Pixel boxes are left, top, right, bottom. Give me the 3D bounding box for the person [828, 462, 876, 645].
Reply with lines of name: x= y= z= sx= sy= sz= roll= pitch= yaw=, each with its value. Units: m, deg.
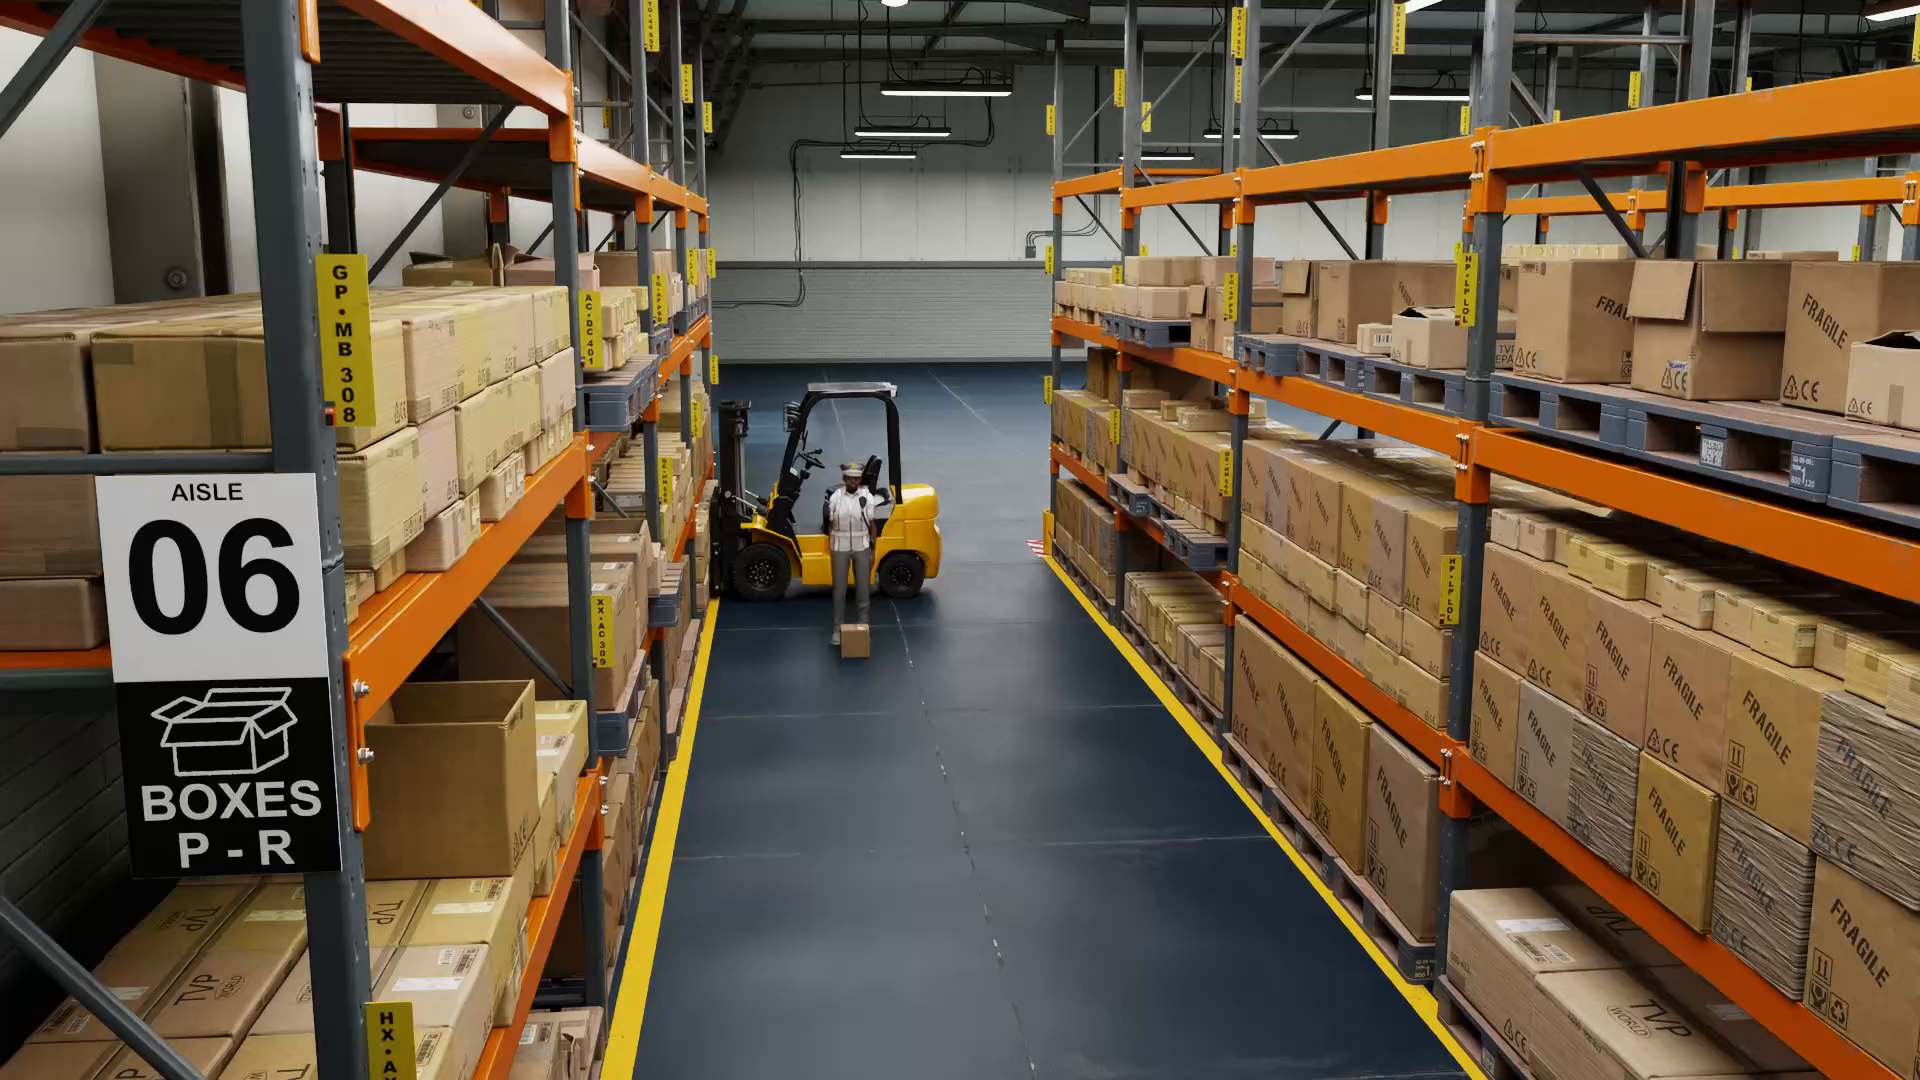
person: x=-0.982 y=0.113 z=15.223 sx=0.437 sy=1.684 sz=0.340 roll=-1 pitch=10 yaw=-5
